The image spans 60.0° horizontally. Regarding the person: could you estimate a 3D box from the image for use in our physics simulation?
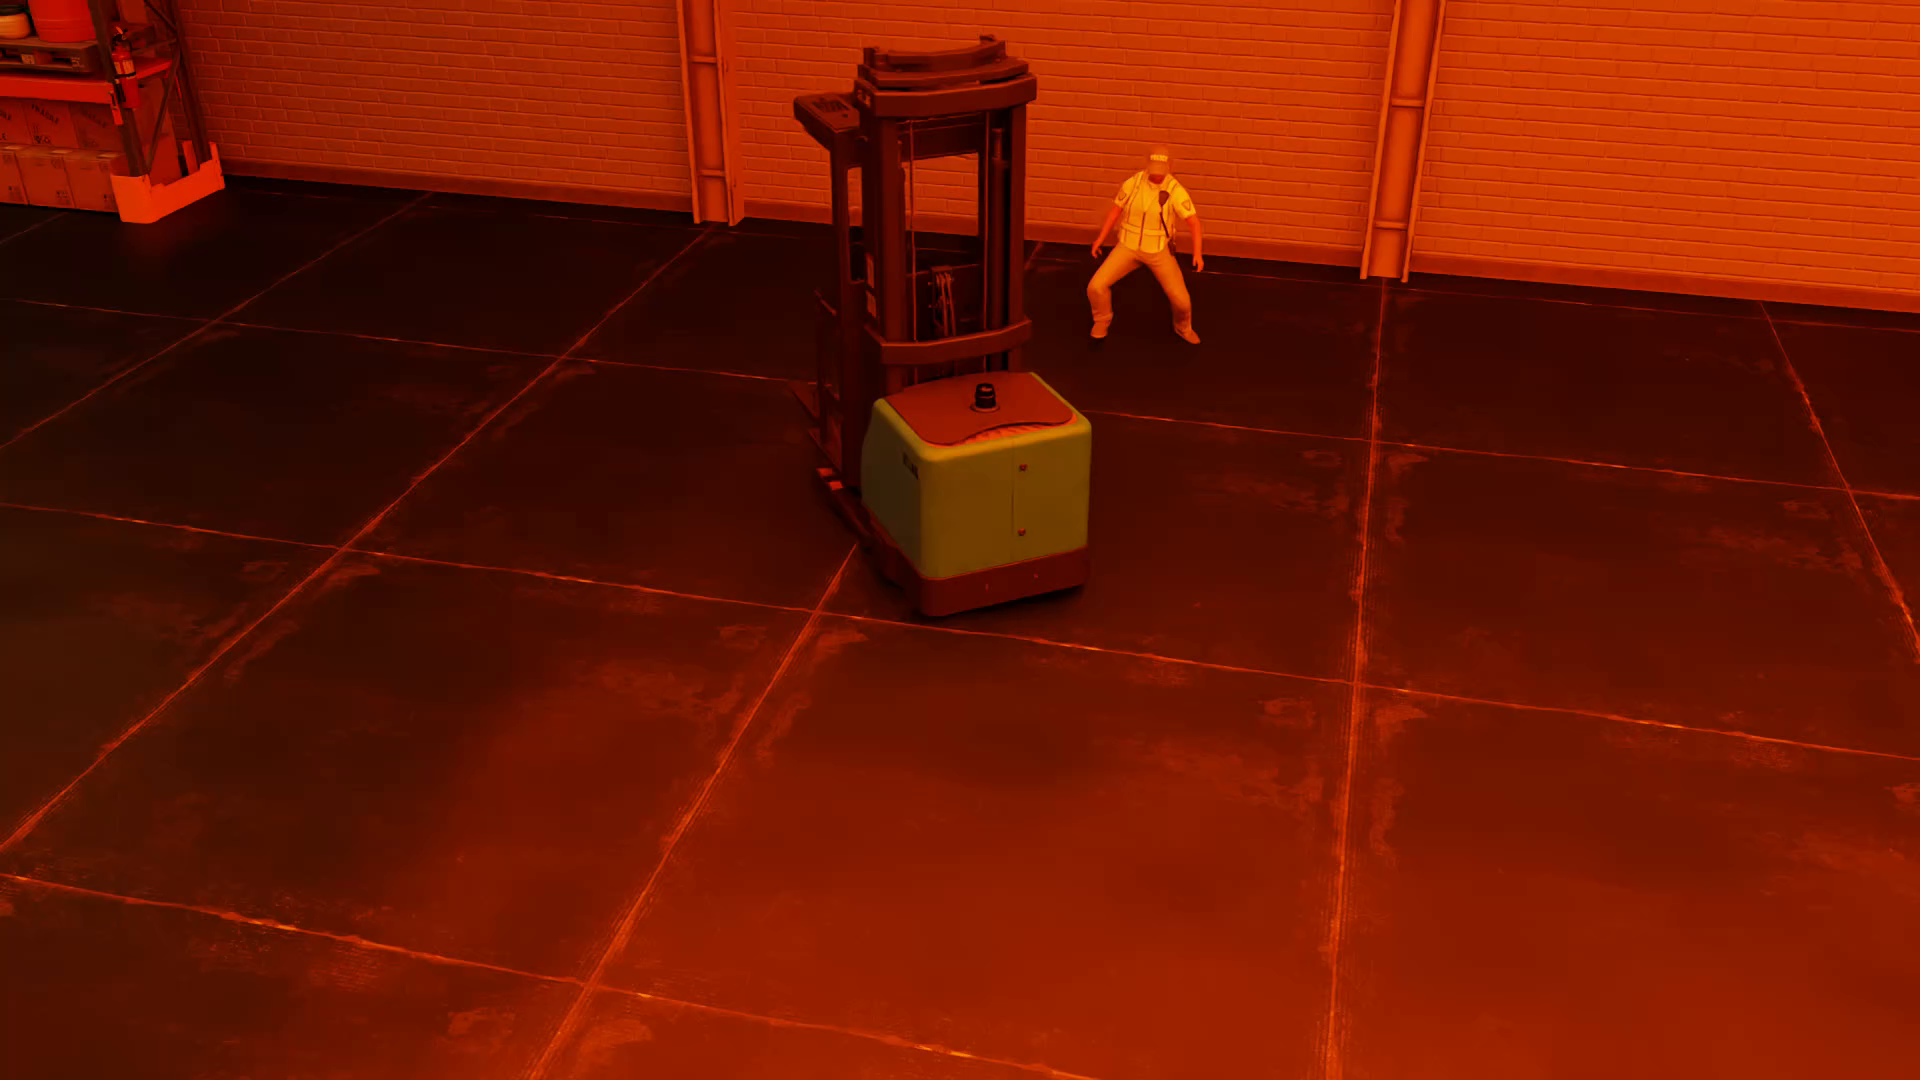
[{"bbox_3d":[1.433,-2.188,12.480,0.886,1.552,0.649,11,31,19],"label":"person"}]

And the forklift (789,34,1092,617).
[{"bbox_3d":[-0.298,-1.558,9.919,1.130,2.935,3.031,-12,32,-20],"label":"forklift"}]
